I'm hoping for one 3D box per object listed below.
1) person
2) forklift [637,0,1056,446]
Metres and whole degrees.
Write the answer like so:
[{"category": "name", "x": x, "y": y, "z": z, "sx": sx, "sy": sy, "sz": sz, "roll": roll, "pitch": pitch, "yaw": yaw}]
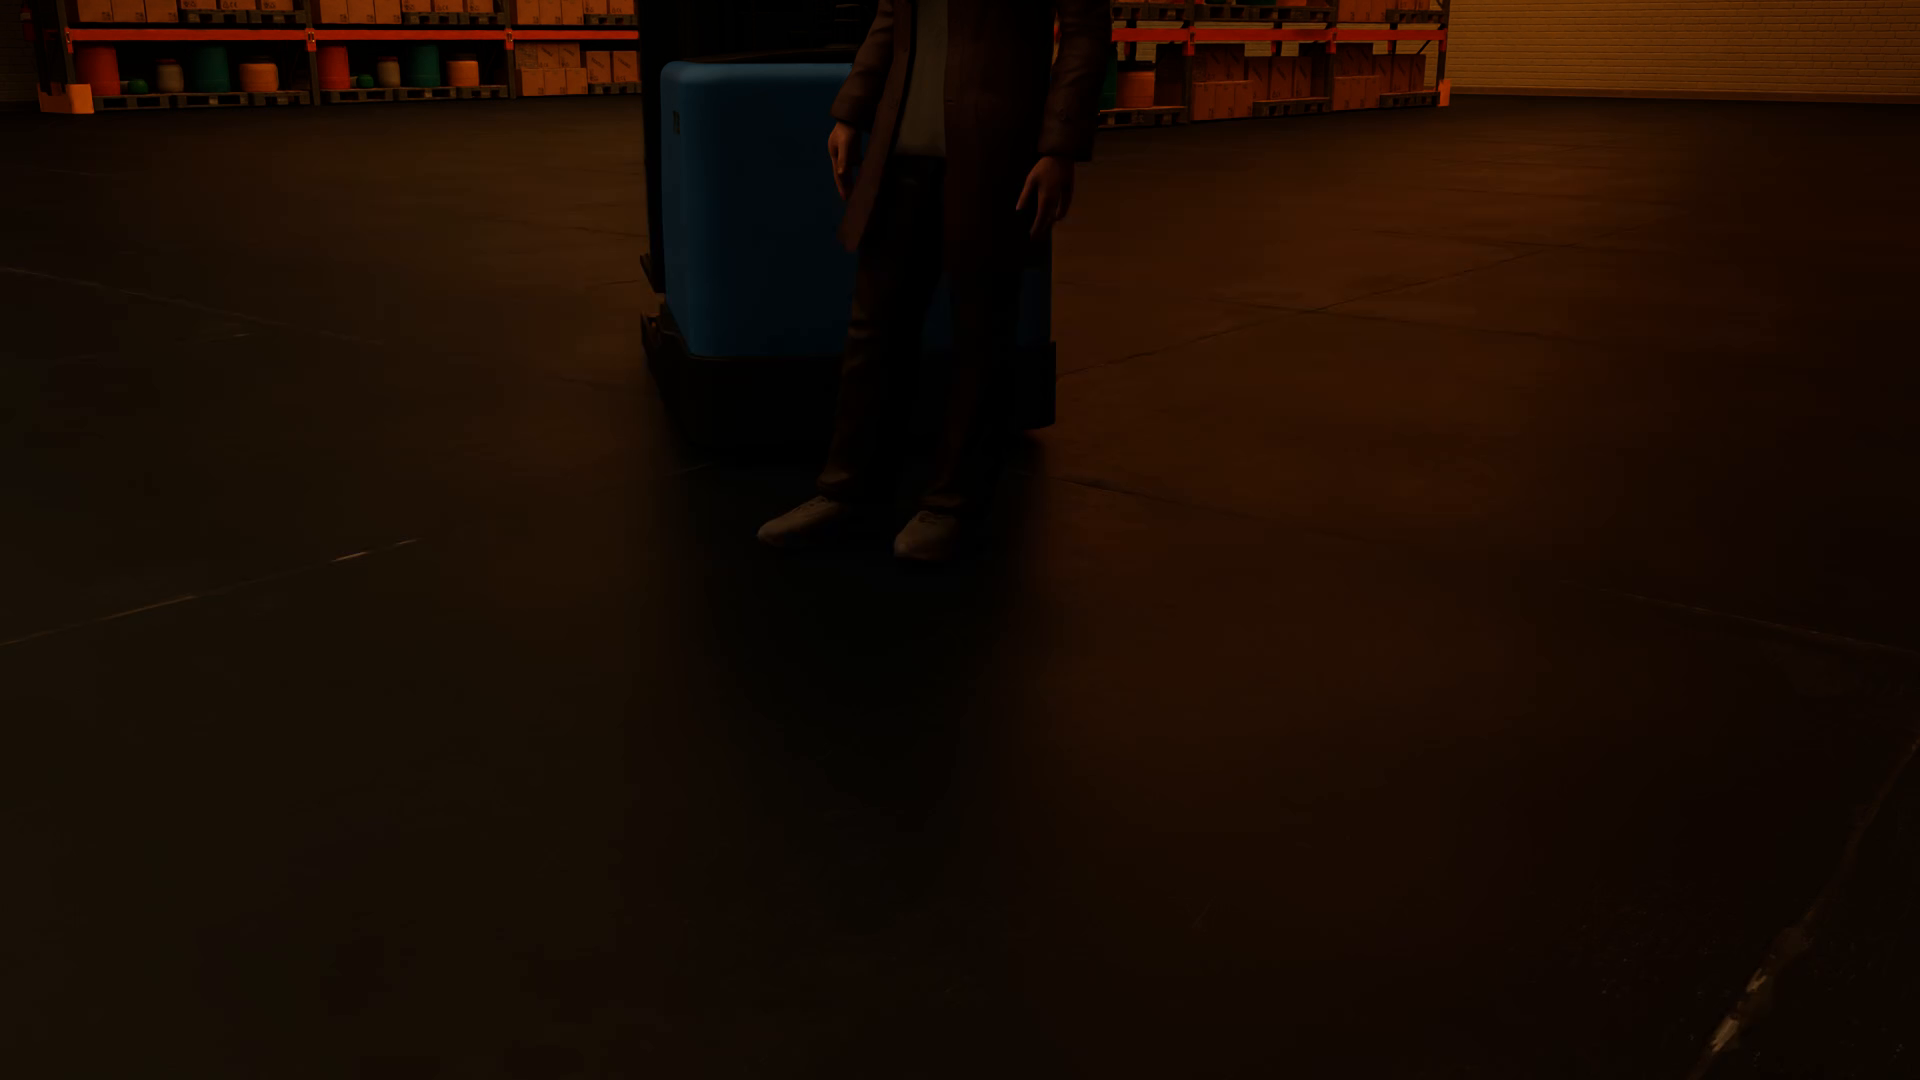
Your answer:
[{"category": "person", "x": -0.057, "y": -0.825, "z": 3.603, "sx": 0.699, "sy": 1.778, "sz": 0.549, "roll": 13, "pitch": 21, "yaw": 37}, {"category": "forklift", "x": -0.569, "y": -2.046, "z": 5.636, "sx": 1.130, "sy": 2.935, "sz": 3.031, "roll": -4, "pitch": 17, "yaw": -13}]
